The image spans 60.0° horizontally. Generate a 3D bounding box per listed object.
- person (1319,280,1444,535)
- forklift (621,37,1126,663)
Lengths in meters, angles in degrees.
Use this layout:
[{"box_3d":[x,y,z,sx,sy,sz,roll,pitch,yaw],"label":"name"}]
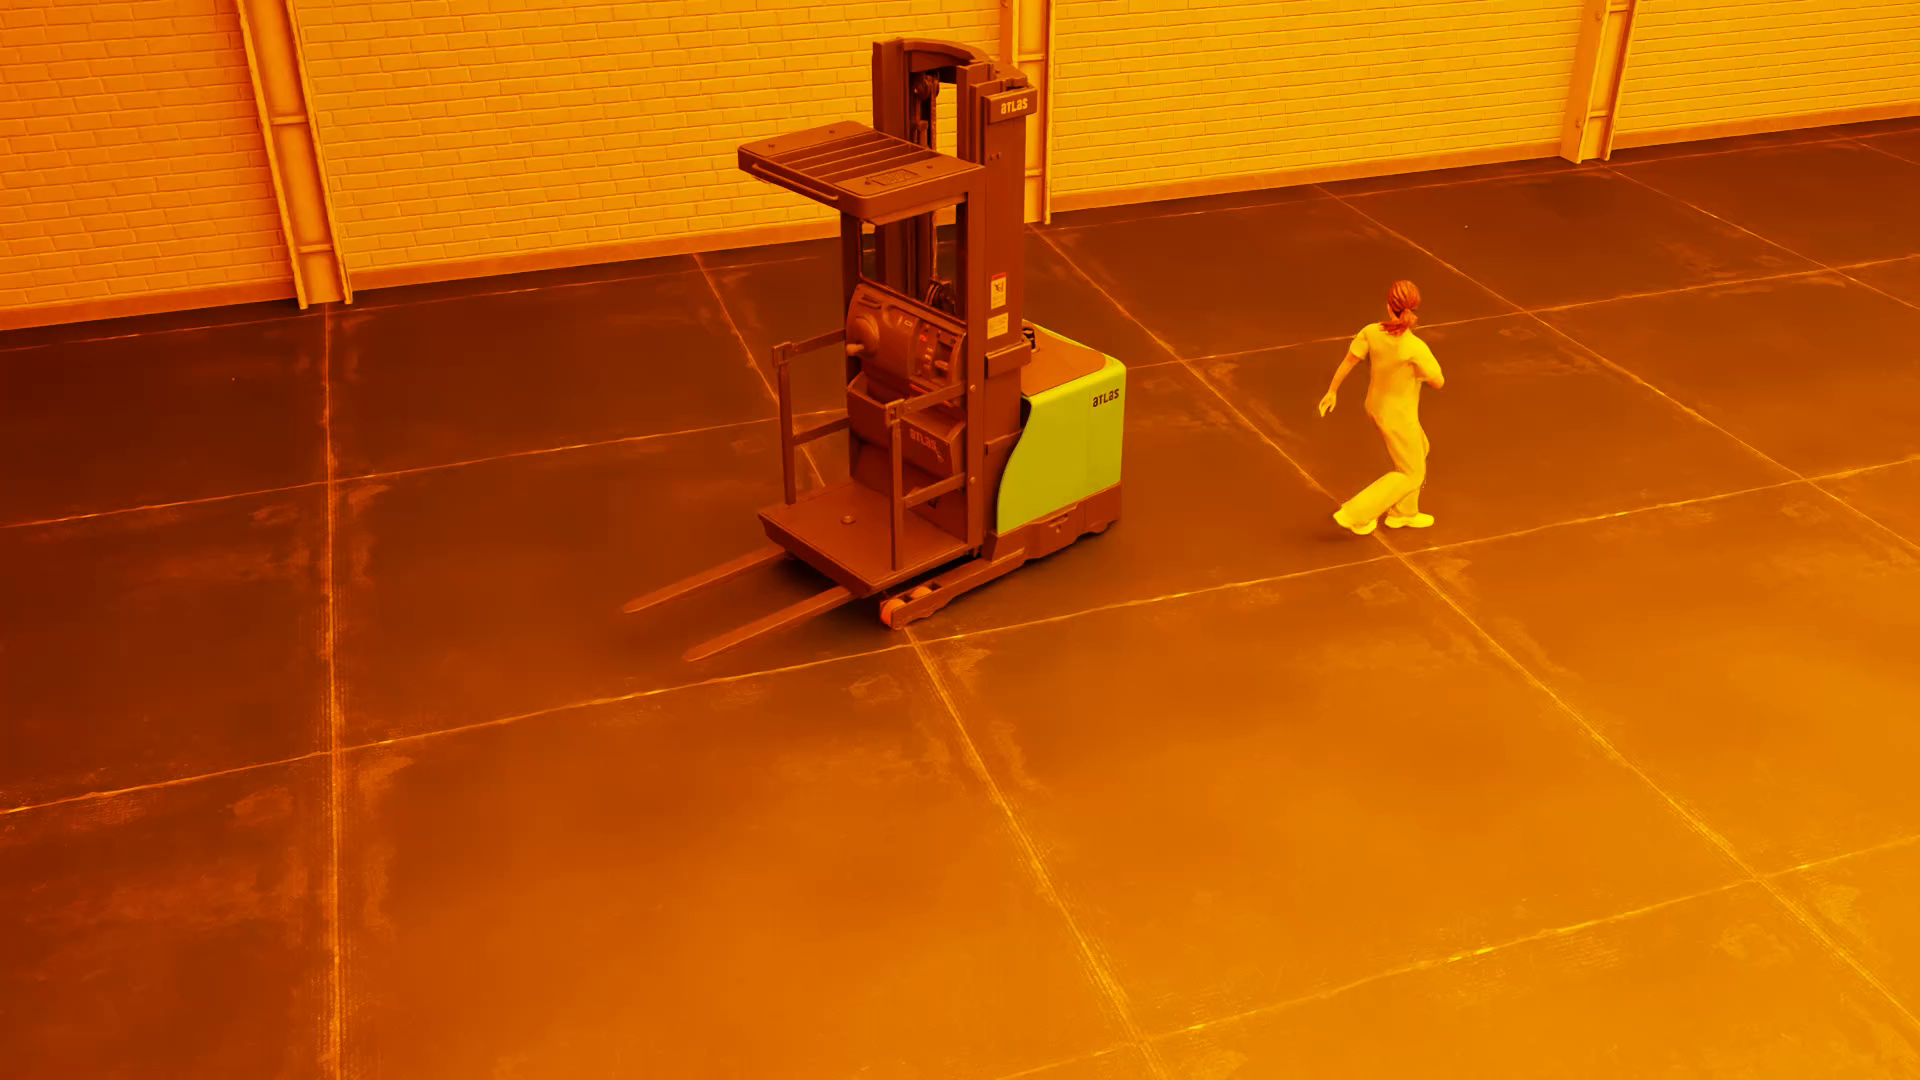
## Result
[{"box_3d":[2.542,-0.767,9.771,0.731,1.599,0.515,-8,31,-13],"label":"person"},{"box_3d":[-0.461,-1.072,8.951,3.031,2.935,1.130,-23,37,-34],"label":"forklift"}]
